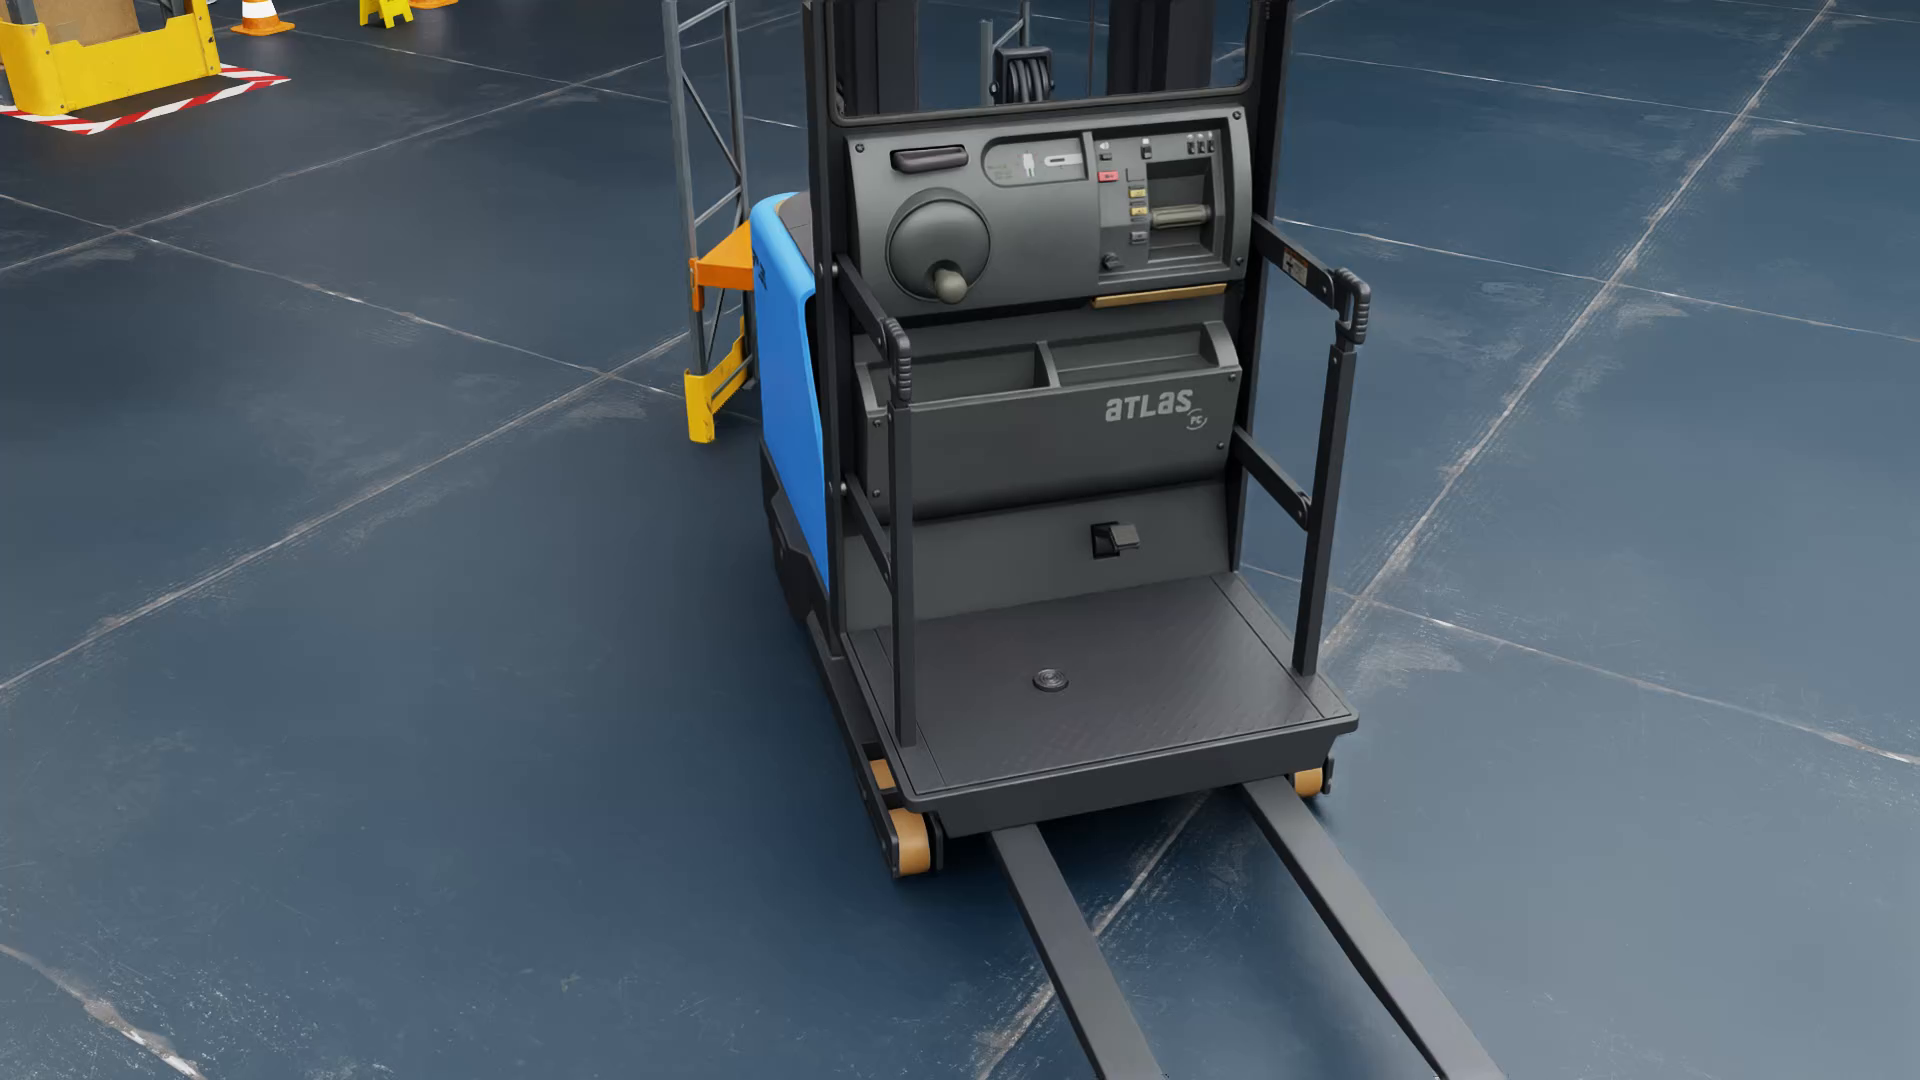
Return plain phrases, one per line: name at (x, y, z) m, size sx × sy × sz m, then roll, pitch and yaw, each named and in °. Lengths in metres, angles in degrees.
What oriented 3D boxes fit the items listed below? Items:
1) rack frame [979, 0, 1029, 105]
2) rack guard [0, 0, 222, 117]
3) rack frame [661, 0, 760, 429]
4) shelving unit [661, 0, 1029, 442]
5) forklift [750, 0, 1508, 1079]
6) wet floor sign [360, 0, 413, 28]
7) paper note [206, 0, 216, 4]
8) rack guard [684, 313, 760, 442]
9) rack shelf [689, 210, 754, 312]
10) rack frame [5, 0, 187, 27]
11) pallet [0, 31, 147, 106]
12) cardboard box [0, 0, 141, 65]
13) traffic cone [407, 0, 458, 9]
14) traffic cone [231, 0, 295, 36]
rack frame at (0.138, -0.996, 5.469) m, size 0.032 × 1.500 × 0.500 m, roll 8°, pitch 31°, yaw 14°
rack guard at (-4.934, -2.872, 9.676) m, size 0.348 × 0.500 × 1.175 m, roll 18°, pitch 35°, yaw 27°
rack frame at (-0.840, -1.136, 5.710) m, size 0.032 × 1.500 × 0.500 m, roll 8°, pitch 31°, yaw 14°
shelving unit at (-0.360, -1.068, 5.591) m, size 1.083 × 1.500 × 0.587 m, roll 8°, pitch 31°, yaw 14°
forklift at (0.276, -0.700, 3.542) m, size 1.130 × 2.935 × 3.031 m, roll -8°, pitch 31°, yaw -14°
wet floor sign at (-3.877, -3.778, 11.086) m, size 0.232 × 0.644 × 0.267 m, roll 12°, pitch 32°, yaw 19°
paper note at (-5.345, -3.808, 11.749) m, size 0.144 × 0.017 × 0.142 m, roll -21°, pitch 36°, yaw -32°
rack guard at (-0.839, -0.596, 6.024) m, size 0.087 × 0.250 × 0.587 m, roll 8°, pitch 31°, yaw 14°
rack shelf at (-0.351, -0.911, 5.680) m, size 1.000 × 0.185 × 0.538 m, roll 8°, pitch 31°, yaw 14°
rack frame at (-4.954, -3.958, 9.057) m, size 0.127 × 3.000 × 1.000 m, roll 18°, pitch 35°, yaw 27°
pallet at (-5.673, -2.934, 10.070) m, size 1.213 × 0.211 × 1.003 m, roll 18°, pitch 35°, yaw 27°
cardboard box at (-5.564, -3.375, 9.750) m, size 0.875 × 0.875 × 0.875 m, roll 18°, pitch 35°, yaw 28°
traffic cone at (-3.760, -4.002, 11.650) m, size 0.334 × 0.463 × 0.336 m, roll 18°, pitch 35°, yaw 27°
traffic cone at (-4.649, -3.610, 10.979) m, size 0.334 × 0.463 × 0.336 m, roll 18°, pitch 35°, yaw 27°
